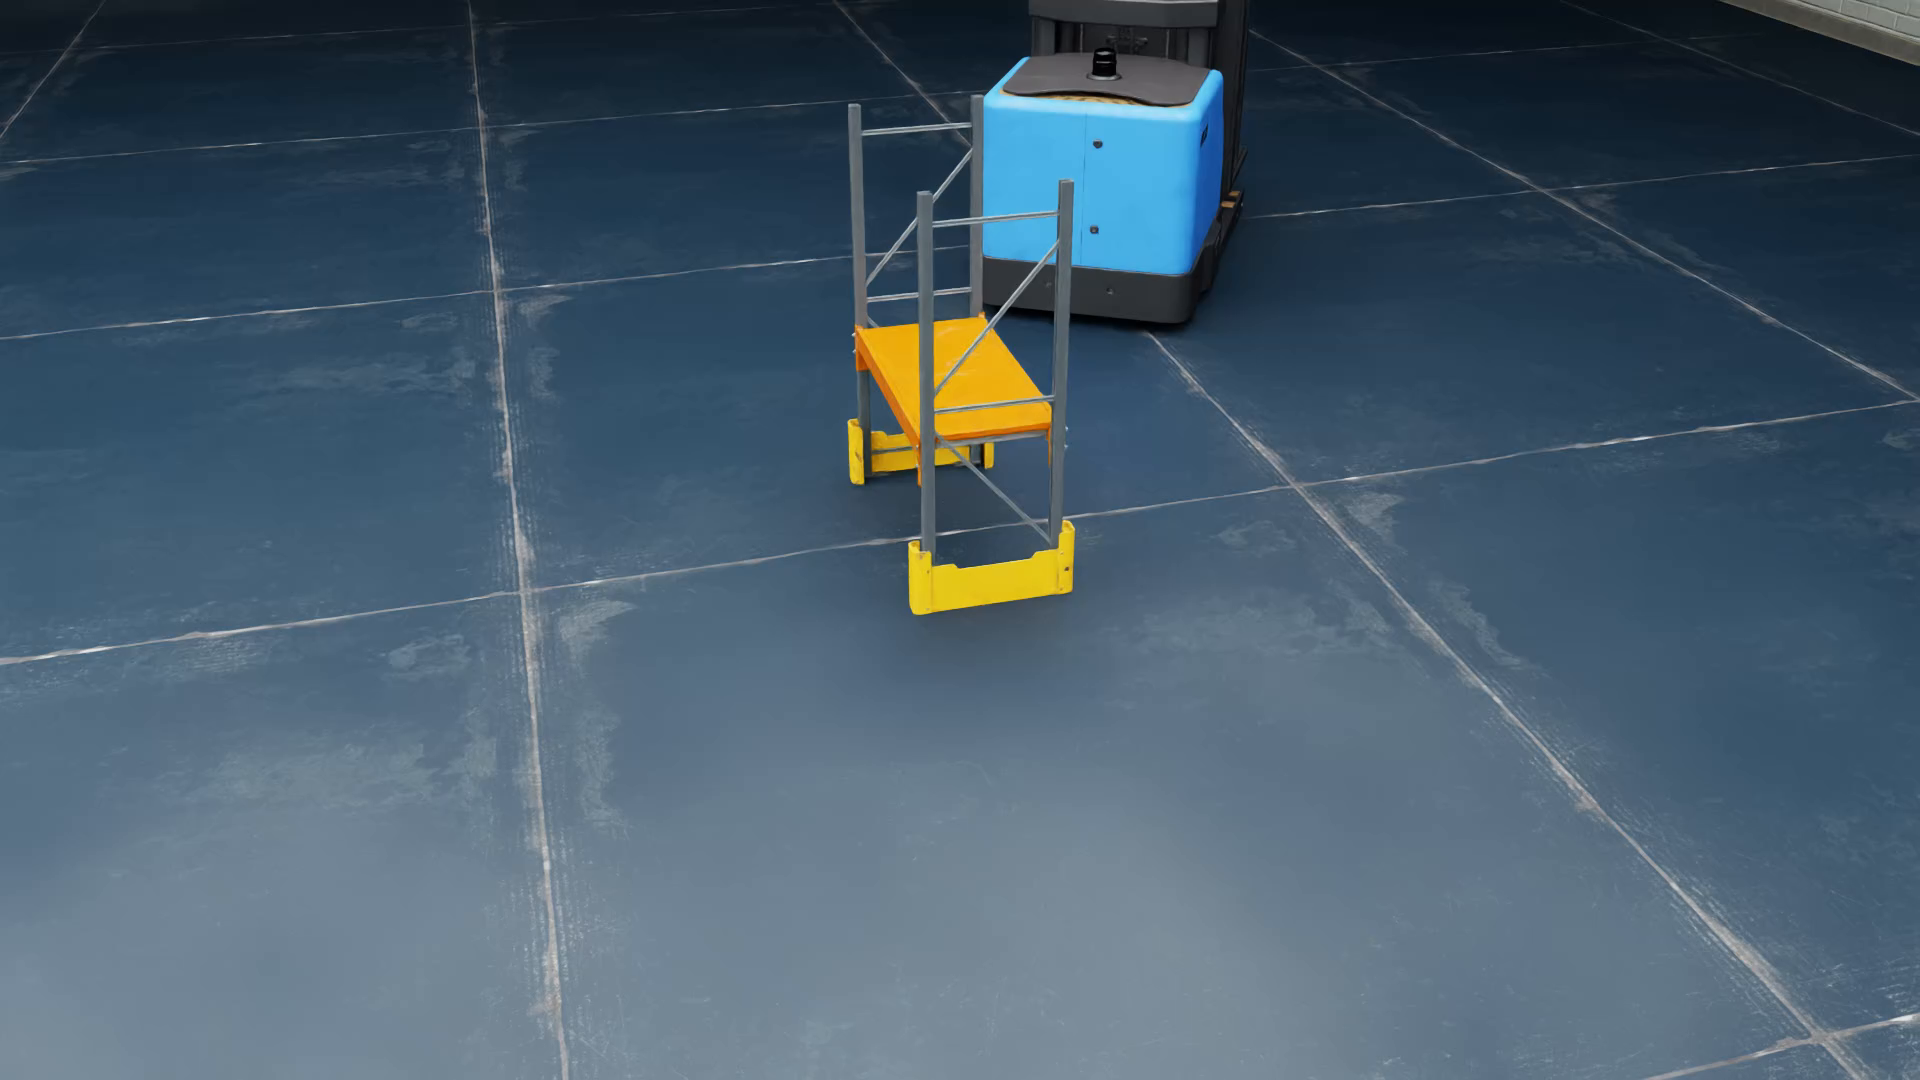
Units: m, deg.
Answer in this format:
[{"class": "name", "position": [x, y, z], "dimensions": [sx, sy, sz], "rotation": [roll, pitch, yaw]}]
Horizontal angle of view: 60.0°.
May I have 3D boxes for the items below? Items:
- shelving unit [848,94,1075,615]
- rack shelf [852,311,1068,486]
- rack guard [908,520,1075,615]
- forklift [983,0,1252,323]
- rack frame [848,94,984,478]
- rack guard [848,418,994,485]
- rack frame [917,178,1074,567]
[{"class": "shelving unit", "position": [-0.020, -0.686, 5.938], "dimensions": [0.587, 1.500, 1.083], "rotation": [-8, 31, -13]}, {"class": "rack shelf", "position": [-0.023, -0.535, 6.036], "dimensions": [0.538, 0.185, 1.000], "rotation": [-8, 31, -13]}, {"class": "rack guard", "position": [0.112, 0.096, 5.835], "dimensions": [0.587, 0.250, 0.087], "rotation": [-8, 31, -13]}, {"class": "forklift", "position": [0.974, -3.021, 8.543], "dimensions": [1.130, 2.935, 3.031], "rotation": [8, 31, 13]}, {"class": "rack frame", "position": [-0.158, -0.936, 6.370], "dimensions": [0.500, 1.500, 0.032], "rotation": [-8, 31, -13]}, {"class": "rack guard", "position": [-0.152, -0.386, 6.667], "dimensions": [0.587, 0.250, 0.087], "rotation": [-8, 31, -13]}, {"class": "rack frame", "position": [0.112, -0.445, 5.521], "dimensions": [0.500, 1.500, 0.032], "rotation": [-8, 31, -13]}]
